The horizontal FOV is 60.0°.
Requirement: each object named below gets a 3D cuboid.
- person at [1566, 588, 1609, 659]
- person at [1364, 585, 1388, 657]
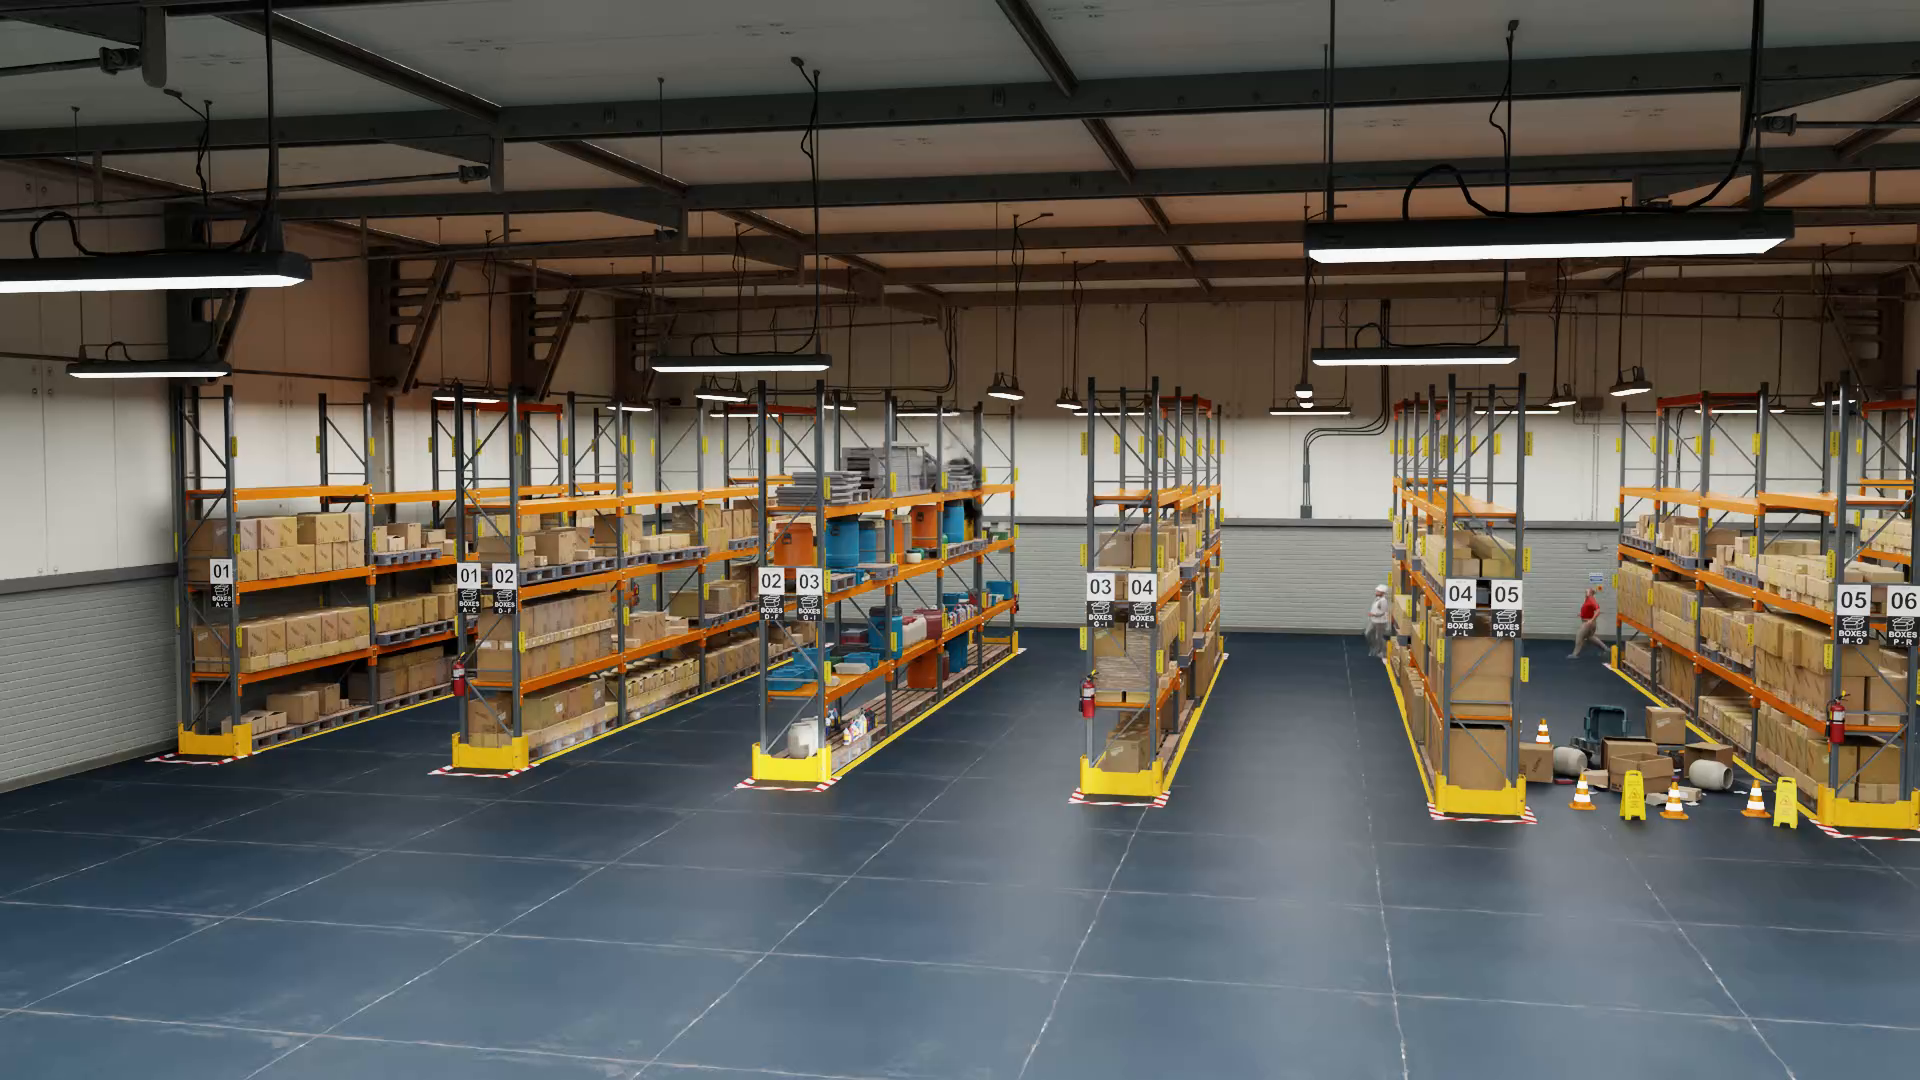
[{"bbox_3d":[14.730,1.965,38.990,0.972,1.700,0.740,1,3,21],"label":"person"},{"bbox_3d":[9.920,1.936,39.382,0.647,1.772,0.656,-1,3,-13],"label":"person"}]
